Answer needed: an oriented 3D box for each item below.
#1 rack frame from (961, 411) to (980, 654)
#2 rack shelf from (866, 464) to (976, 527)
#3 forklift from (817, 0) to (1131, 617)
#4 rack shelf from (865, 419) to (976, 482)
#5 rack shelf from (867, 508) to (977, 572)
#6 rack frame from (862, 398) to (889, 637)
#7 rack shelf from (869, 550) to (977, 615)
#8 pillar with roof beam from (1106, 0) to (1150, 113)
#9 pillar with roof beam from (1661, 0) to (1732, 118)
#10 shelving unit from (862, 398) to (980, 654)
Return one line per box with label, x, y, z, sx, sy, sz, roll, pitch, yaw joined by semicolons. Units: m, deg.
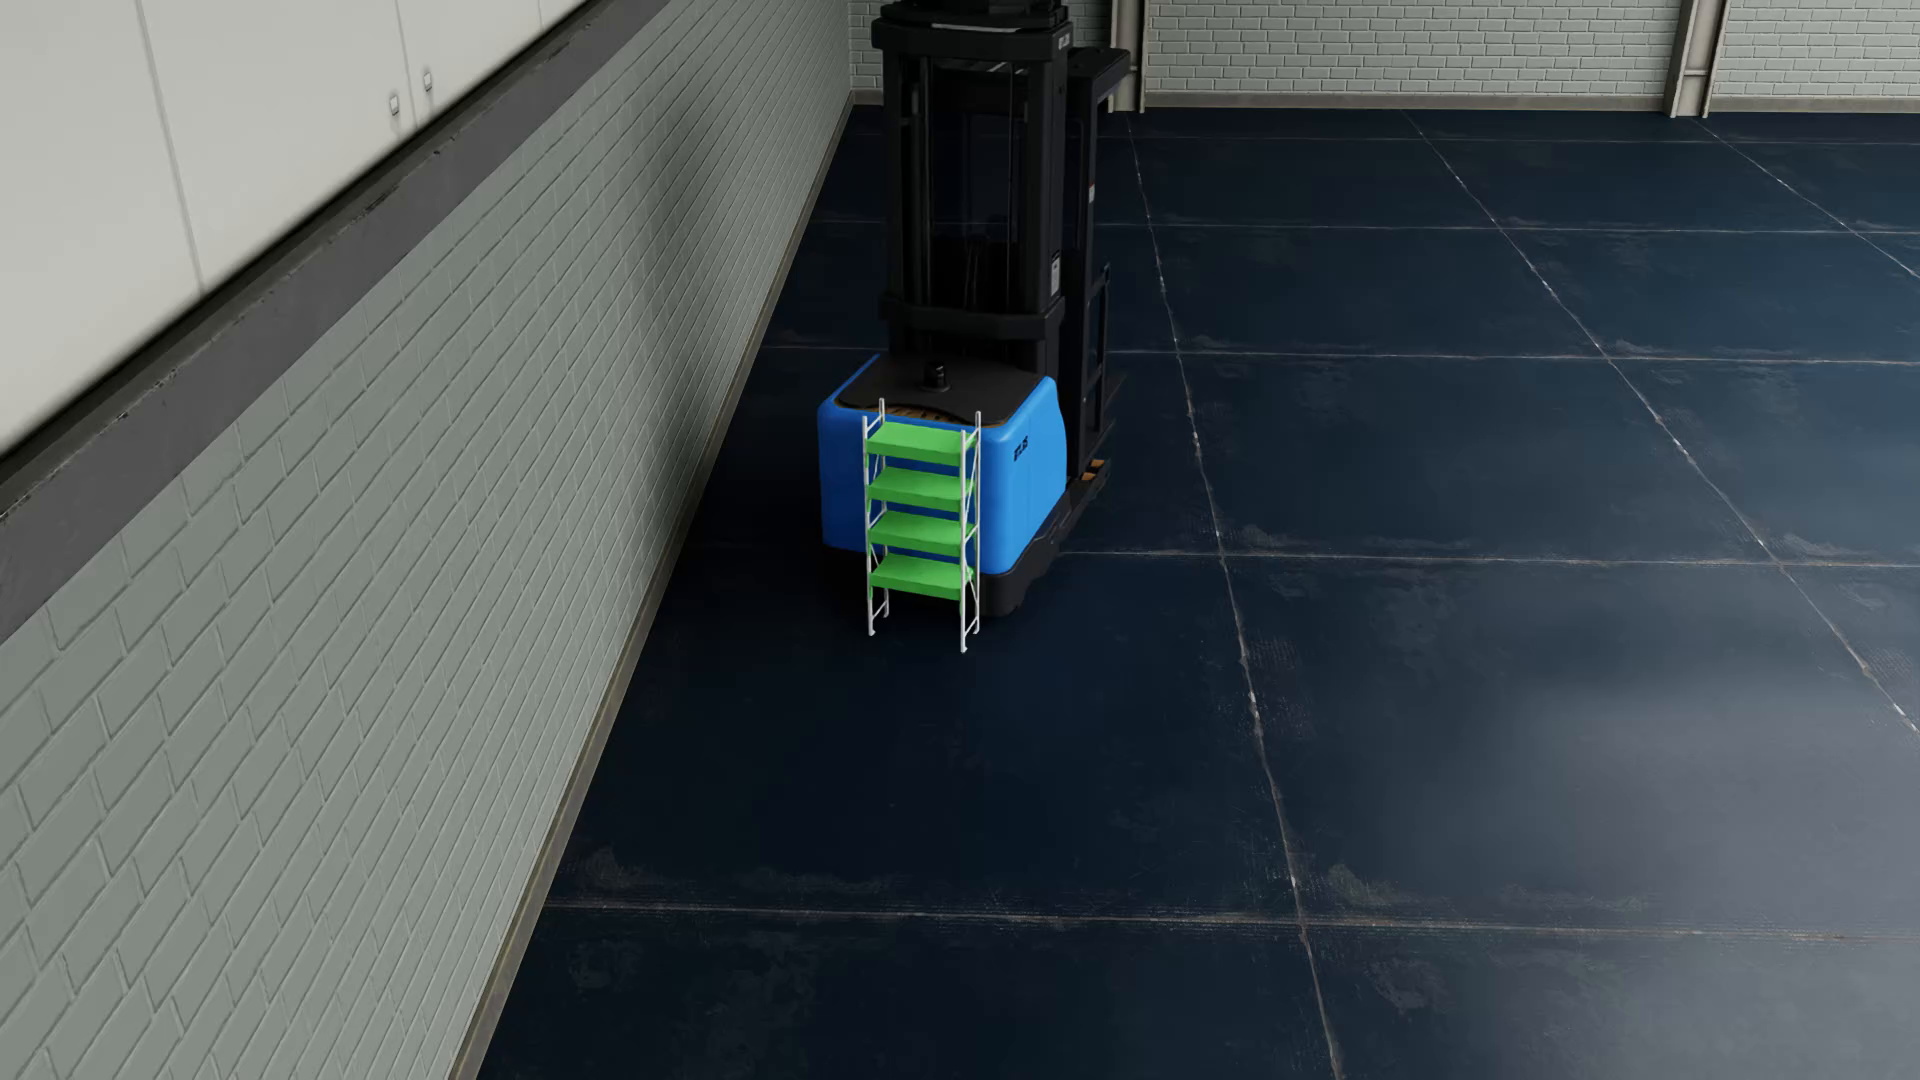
rack frame;0.049;-0.024;8.013;0.015;1.200;0.240;9;29;17
rack shelf;-0.181;-0.217;8.002;0.480;0.148;0.258;9;29;17
forklift;0.252;-1.579;9.099;1.130;2.935;3.031;10;29;17
rack shelf;-0.181;-0.429;7.889;0.480;0.148;0.258;9;29;17
rack shelf;-0.181;-0.005;8.114;0.480;0.148;0.258;9;29;17
rack frame;-0.411;-0.099;8.155;0.015;1.200;0.240;9;29;17
rack shelf;-0.181;0.207;8.227;0.480;0.148;0.258;9;29;17
pillar with roof beam;1.643;-6.646;12.180;0.400;9.000;9.100;1;28;2
pillar with roof beam;7.640;-6.547;11.992;0.400;9.000;9.100;1;28;2
shelving unit;-0.181;-0.061;8.084;0.503;1.200;0.258;9;29;17
